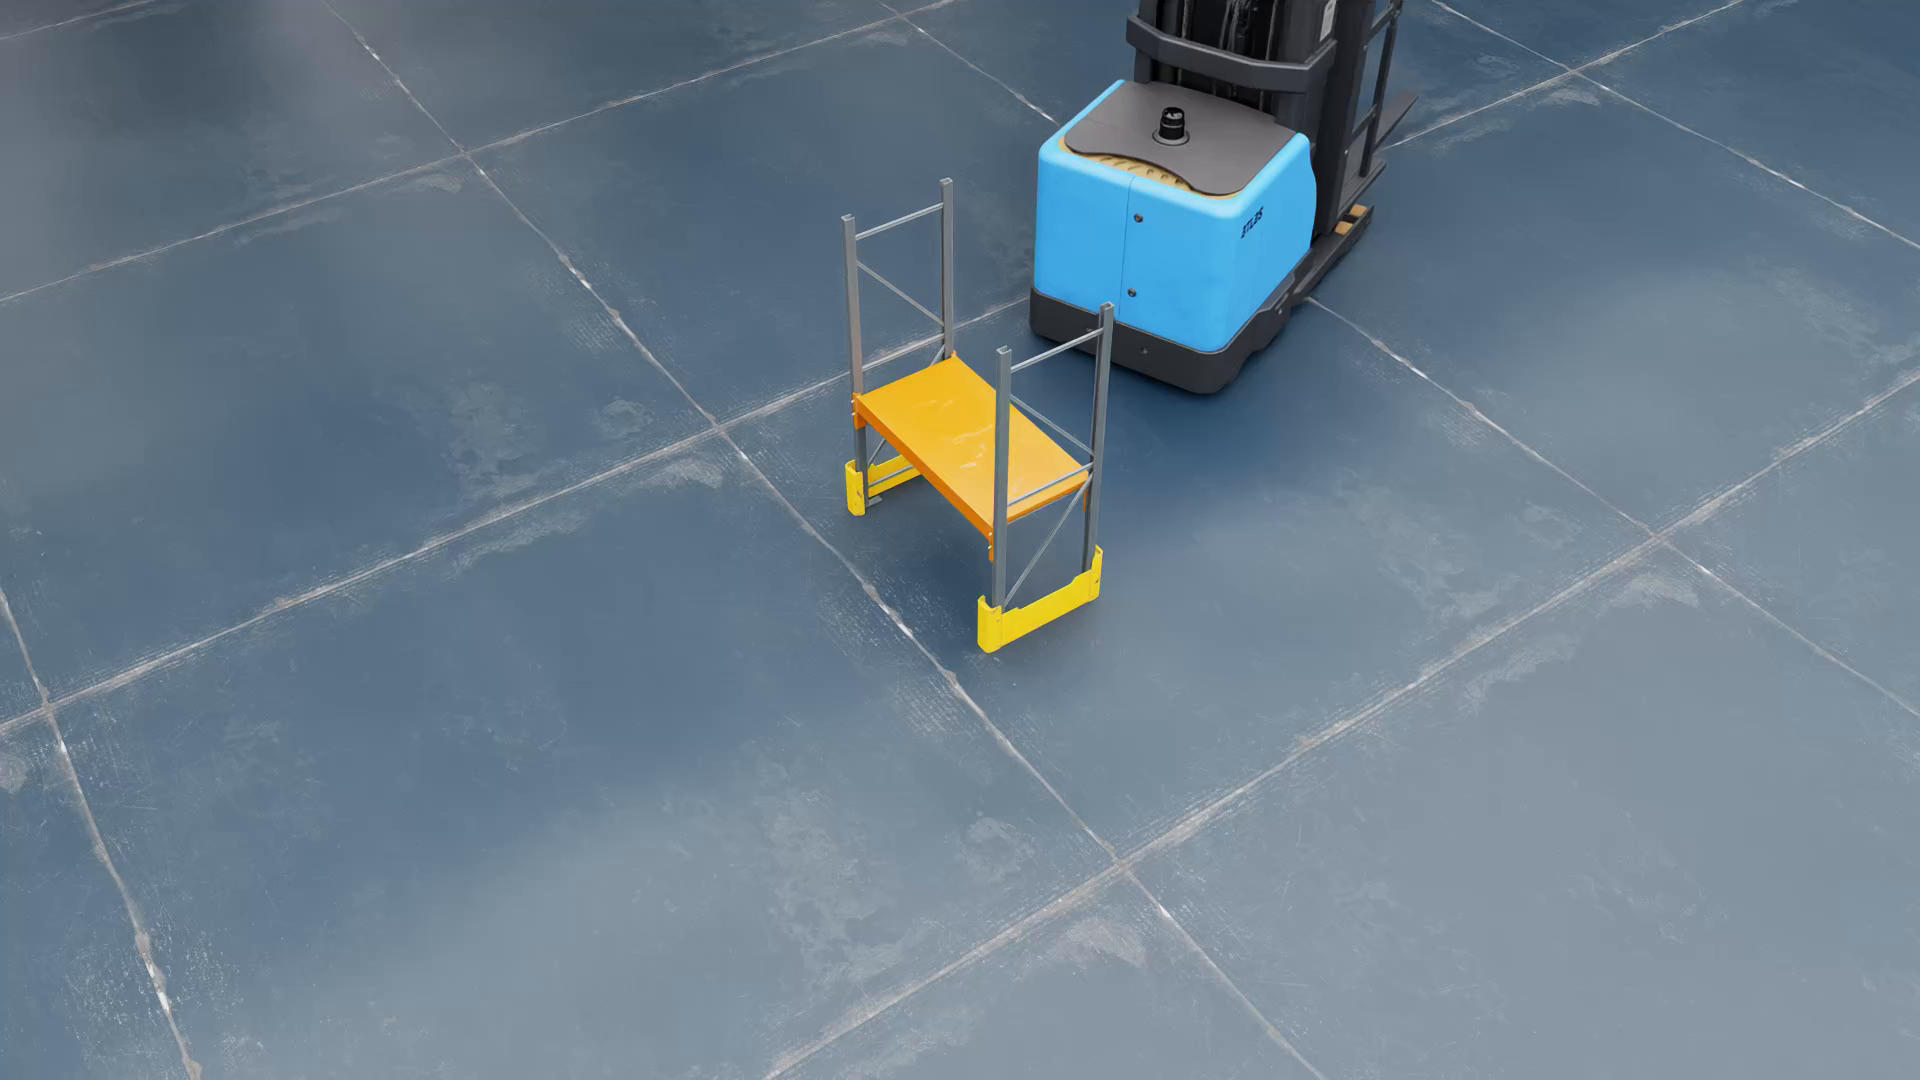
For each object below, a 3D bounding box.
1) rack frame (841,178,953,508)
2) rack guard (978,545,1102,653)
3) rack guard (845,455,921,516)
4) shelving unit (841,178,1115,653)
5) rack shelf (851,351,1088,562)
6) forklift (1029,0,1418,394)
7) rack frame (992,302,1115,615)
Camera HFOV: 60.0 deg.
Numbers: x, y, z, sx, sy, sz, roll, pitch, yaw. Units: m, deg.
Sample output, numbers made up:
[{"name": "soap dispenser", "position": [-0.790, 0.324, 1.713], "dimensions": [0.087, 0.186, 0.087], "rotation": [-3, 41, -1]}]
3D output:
[{"name": "rack frame", "position": [-0.242, -0.782, 6.974], "dimensions": [0.500, 1.500, 0.032], "rotation": [-26, 49, -24]}, {"name": "rack guard", "position": [0.328, 0.235, 6.814], "dimensions": [0.587, 0.250, 0.087], "rotation": [-26, 49, -24]}, {"name": "rack guard", "position": [-0.241, -0.329, 7.405], "dimensions": [0.587, 0.250, 0.087], "rotation": [-26, 49, -24]}, {"name": "shelving unit", "position": [0.044, -0.499, 6.678], "dimensions": [0.587, 1.500, 1.083], "rotation": [-26, 49, -24]}, {"name": "rack shelf", "position": [0.049, -0.364, 6.797], "dimensions": [0.538, 0.185, 1.000], "rotation": [-26, 49, -24]}, {"name": "forklift", "position": [1.562, -2.745, 7.994], "dimensions": [1.130, 2.935, 3.031], "rotation": [24, 49, 23]}, {"name": "rack frame", "position": [0.340, -0.206, 6.371], "dimensions": [0.500, 1.500, 0.032], "rotation": [-26, 49, -24]}]
